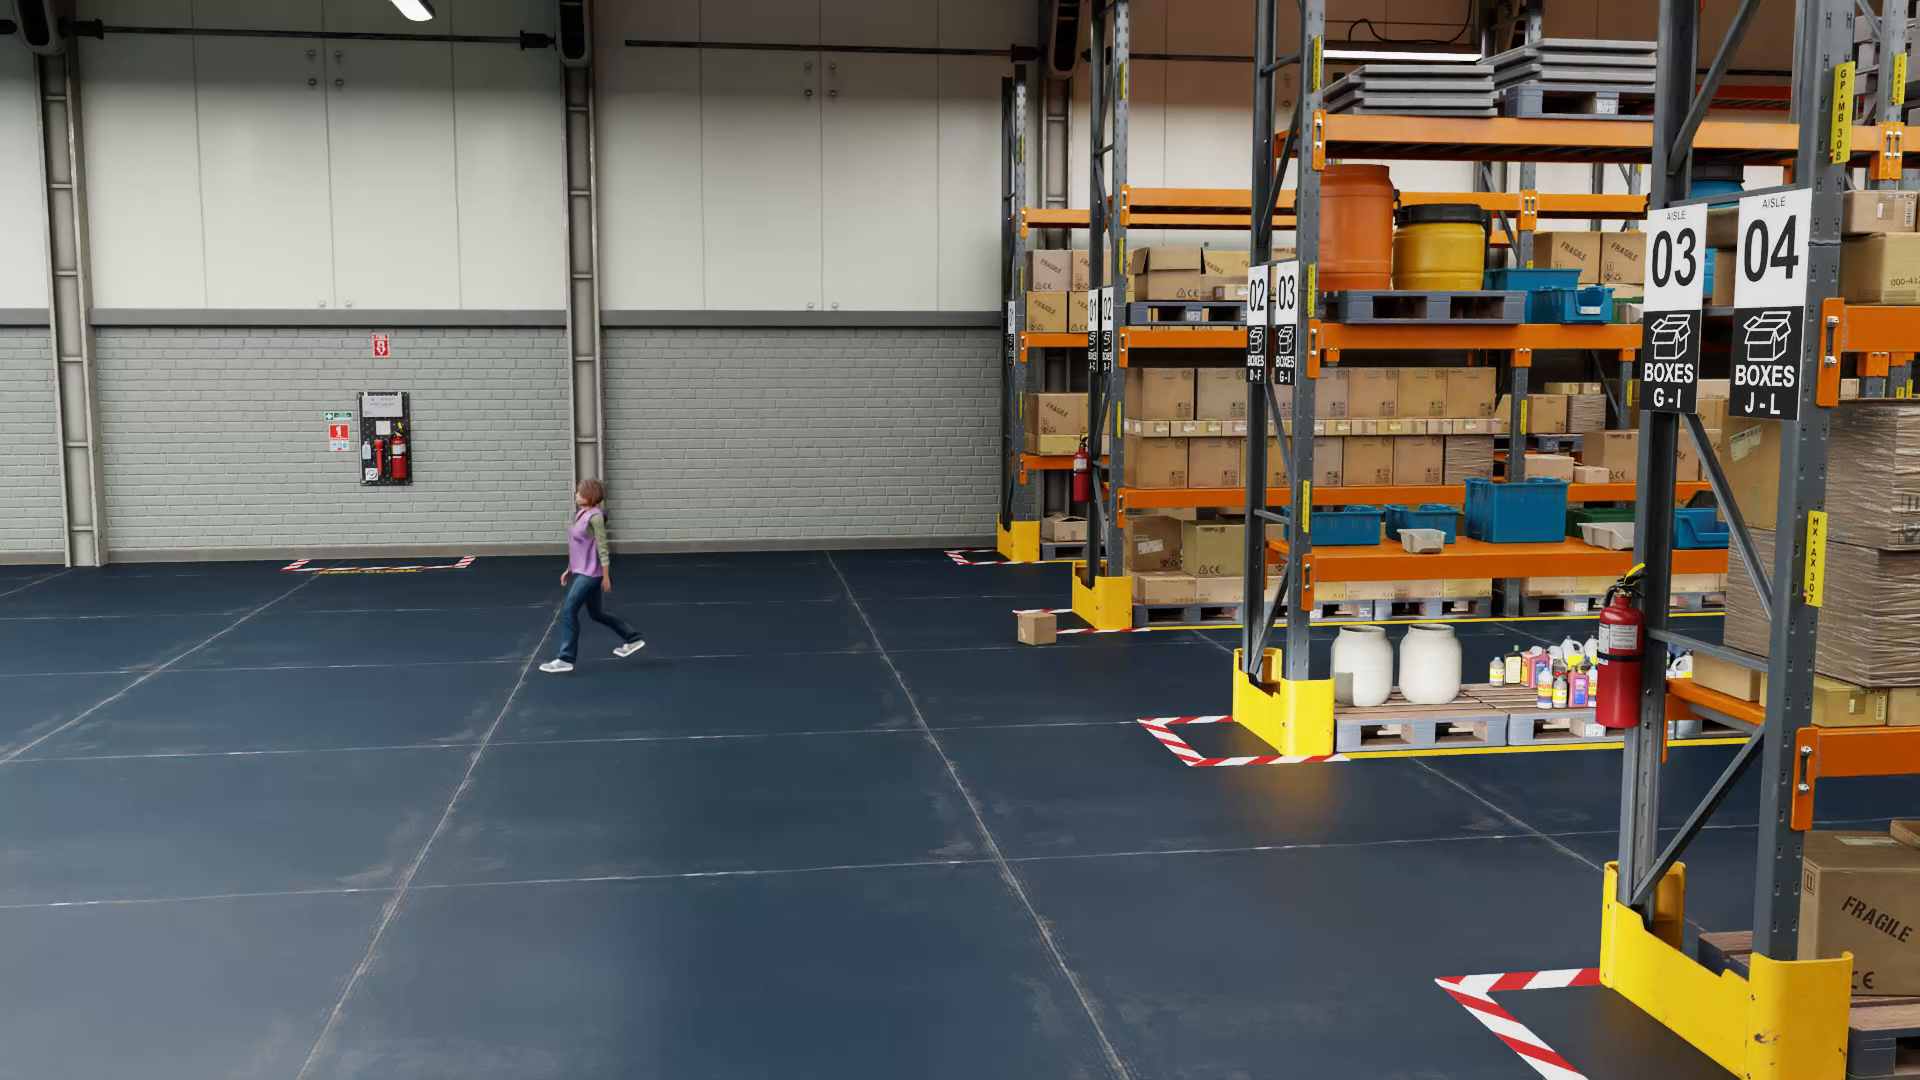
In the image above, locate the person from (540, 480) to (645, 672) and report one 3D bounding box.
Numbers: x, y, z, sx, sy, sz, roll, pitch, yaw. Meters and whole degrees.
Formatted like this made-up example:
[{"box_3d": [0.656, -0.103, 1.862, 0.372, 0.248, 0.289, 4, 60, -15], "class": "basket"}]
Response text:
[{"box_3d": [-3.034, 0.274, 13.658, 0.896, 1.551, 0.412, -3, 7, -24], "class": "person"}]
